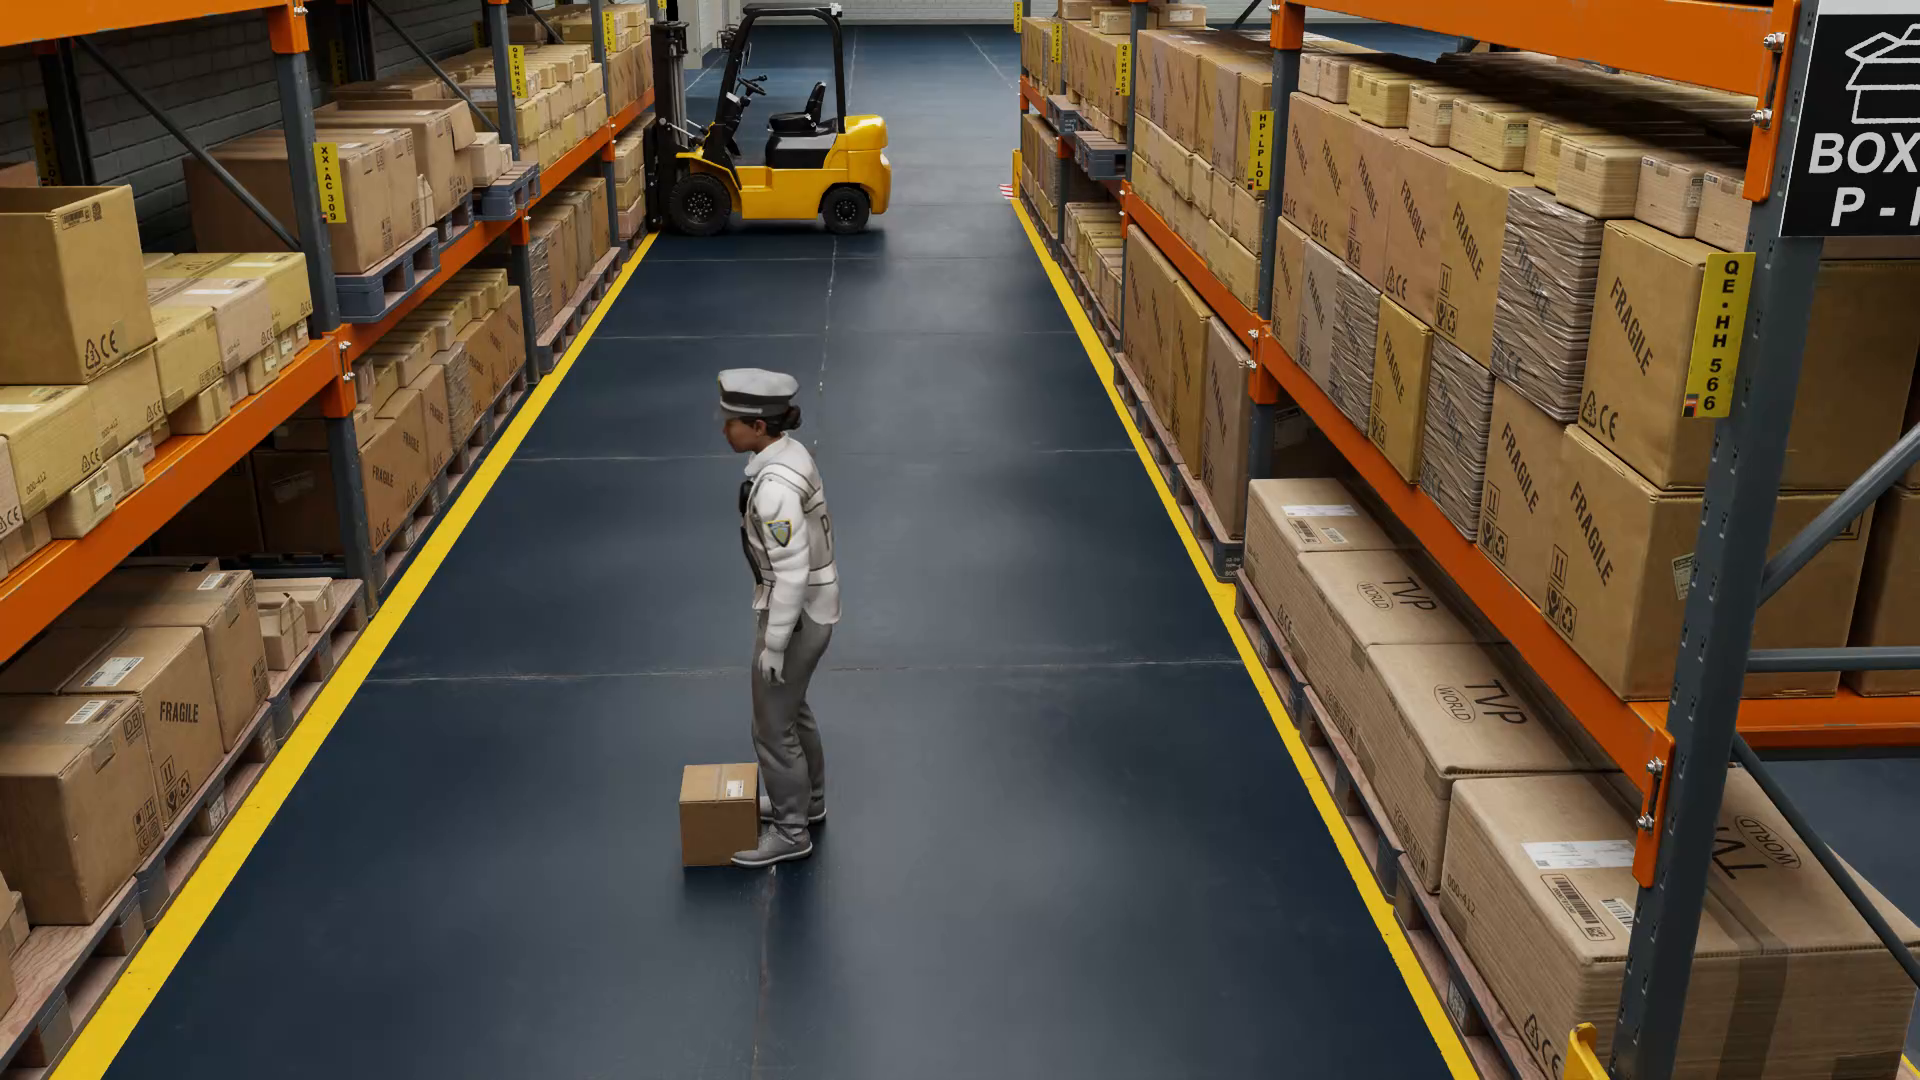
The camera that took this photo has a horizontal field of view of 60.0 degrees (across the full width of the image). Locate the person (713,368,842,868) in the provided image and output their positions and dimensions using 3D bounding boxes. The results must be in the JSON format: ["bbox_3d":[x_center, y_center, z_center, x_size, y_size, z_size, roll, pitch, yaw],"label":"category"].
[{"bbox_3d":[-0.586,0.260,5.379,0.405,1.663,0.540,-2,21,-5],"label":"person"}]
